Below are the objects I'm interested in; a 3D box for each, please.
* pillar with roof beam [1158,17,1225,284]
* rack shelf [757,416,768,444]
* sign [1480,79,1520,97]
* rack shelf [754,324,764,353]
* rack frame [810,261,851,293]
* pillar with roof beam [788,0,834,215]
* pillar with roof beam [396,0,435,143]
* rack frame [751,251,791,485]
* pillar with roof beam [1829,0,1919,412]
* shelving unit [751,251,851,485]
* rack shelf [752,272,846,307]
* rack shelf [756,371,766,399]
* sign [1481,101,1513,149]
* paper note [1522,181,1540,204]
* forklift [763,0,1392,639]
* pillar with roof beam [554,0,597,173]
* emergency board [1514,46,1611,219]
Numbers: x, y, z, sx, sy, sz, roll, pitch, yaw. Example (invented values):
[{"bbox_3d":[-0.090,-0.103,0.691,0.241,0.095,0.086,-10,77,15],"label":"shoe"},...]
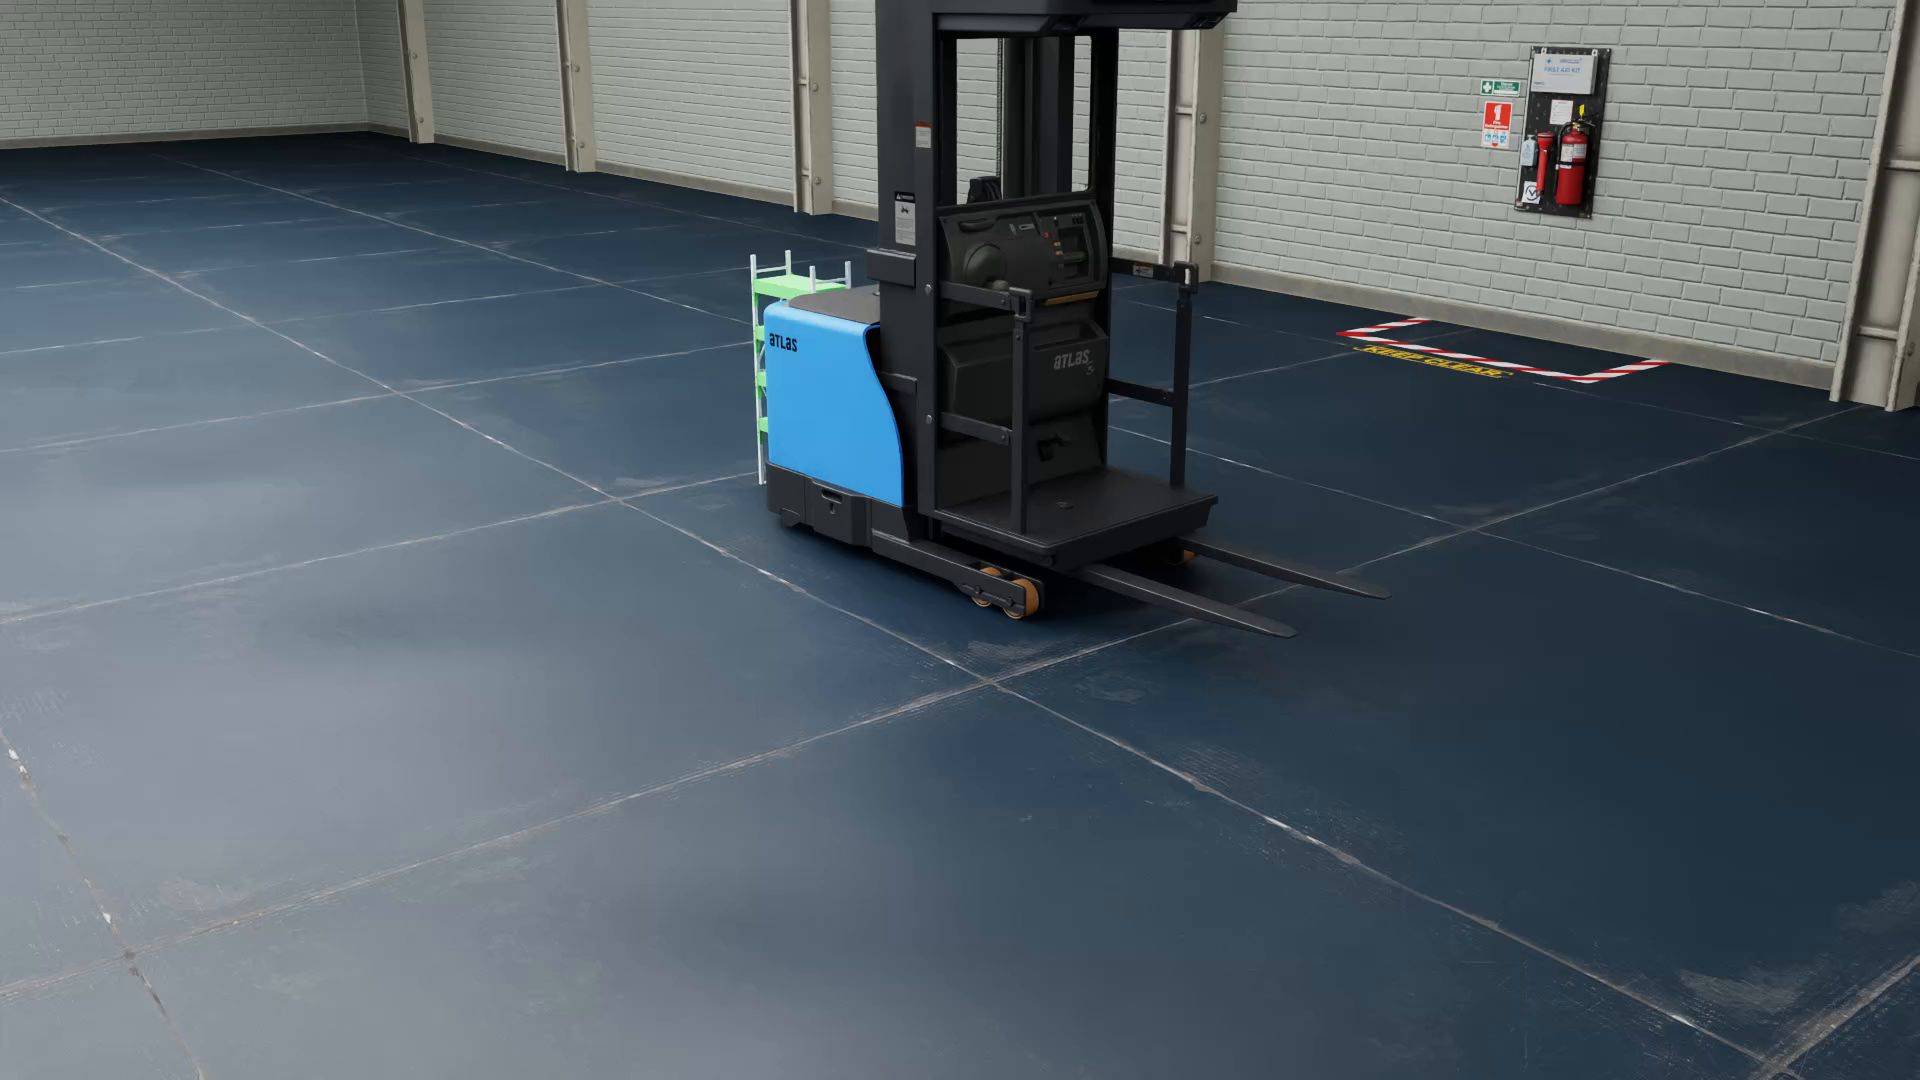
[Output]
[{"bbox_3d":[-1.351,-5.777,10.994,9.100,9.000,0.400,-14,23,-36],"label":"pillar with roof beam"},{"bbox_3d":[-0.797,-0.543,8.561,0.258,0.148,0.480,-16,24,-40],"label":"rack shelf"},{"bbox_3d":[3.978,-3.329,12.246,0.001,0.109,0.331,-14,23,-36],"label":"sign"},{"bbox_3d":[-0.797,-0.999,8.410,0.258,0.148,0.480,-16,24,-40],"label":"rack shelf"},{"bbox_3d":[-0.632,-0.775,8.295,0.240,1.200,0.015,-16,24,-40],"label":"rack frame"},{"bbox_3d":[-5.076,-7.256,15.459,9.100,9.000,0.400,-14,23,-36],"label":"pillar with roof beam"},{"bbox_3d":[-12.527,-10.213,24.389,9.100,9.000,0.400,-14,23,-36],"label":"pillar with roof beam"},{"bbox_3d":[-0.962,-0.888,8.636,0.240,1.200,0.015,-16,24,-40],"label":"rack frame"},{"bbox_3d":[2.374,-4.299,6.529,9.100,9.000,0.400,-14,23,-36],"label":"pillar with roof beam"},{"bbox_3d":[-0.797,-0.832,8.466,0.258,1.200,0.503,-16,24,-40],"label":"shelving unit"},{"bbox_3d":[-0.797,-1.227,8.335,0.258,0.148,0.480,-16,24,-40],"label":"rack shelf"},{"bbox_3d":[-0.797,-0.771,8.486,0.258,0.148,0.480,-16,24,-40],"label":"rack shelf"},{"bbox_3d":[3.982,-3.081,12.338,0.001,0.329,0.234,-14,23,-36],"label":"sign"},{"bbox_3d":[4.189,-2.546,12.182,0.016,0.148,0.142,-14,23,-36],"label":"paper note"},{"bbox_3d":[0.426,-1.245,6.960,1.130,2.935,3.031,-16,24,-40],"label":"forklift"},{"bbox_3d":[-8.802,-8.734,19.924,9.100,9.000,0.400,-14,23,-36],"label":"pillar with roof beam"},{"bbox_3d":[4.245,-2.907,11.871,0.194,1.169,0.643,-14,23,-36],"label":"emergency board"}]
